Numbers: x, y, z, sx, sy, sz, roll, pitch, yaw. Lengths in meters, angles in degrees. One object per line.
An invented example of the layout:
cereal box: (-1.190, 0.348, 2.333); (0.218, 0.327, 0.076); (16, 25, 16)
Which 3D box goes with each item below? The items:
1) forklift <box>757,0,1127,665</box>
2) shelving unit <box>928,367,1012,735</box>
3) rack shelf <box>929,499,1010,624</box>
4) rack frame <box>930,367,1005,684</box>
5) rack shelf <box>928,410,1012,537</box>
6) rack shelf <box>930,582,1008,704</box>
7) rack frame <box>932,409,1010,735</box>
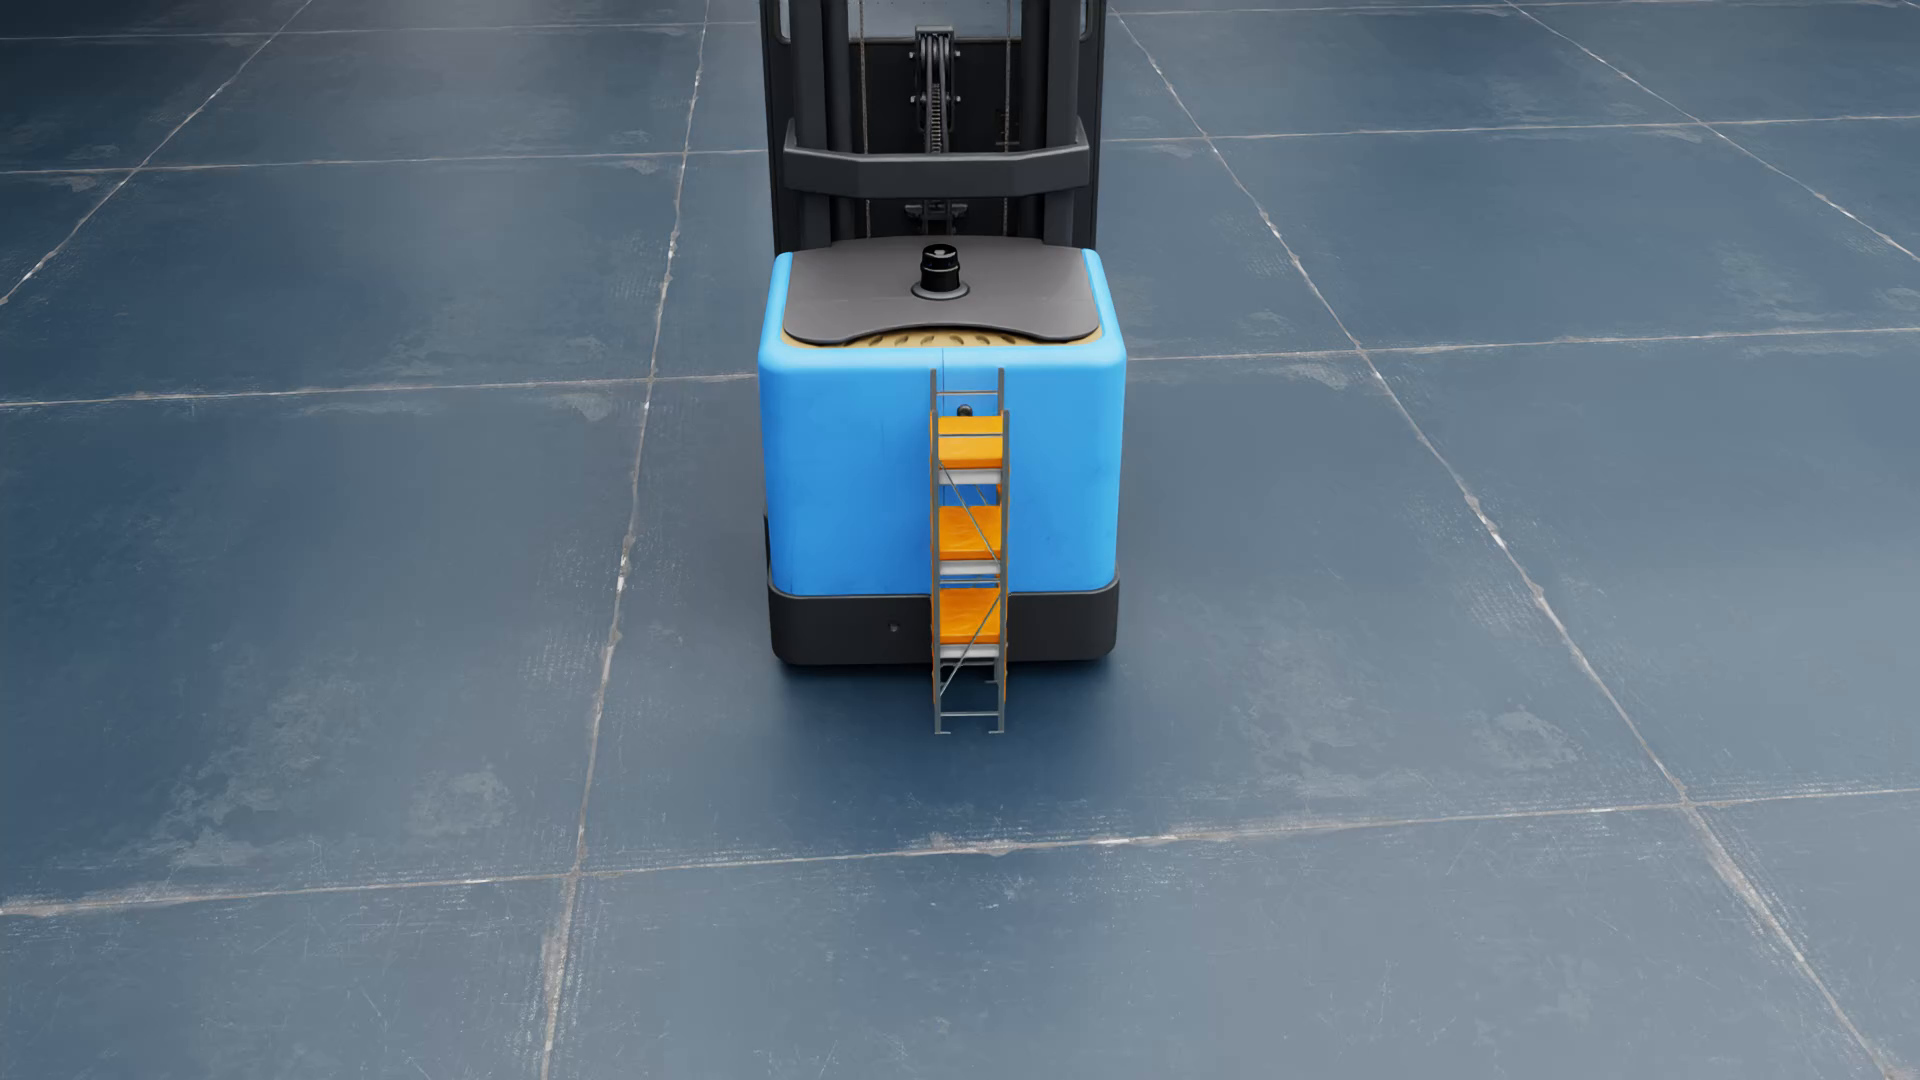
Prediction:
forklift: (-0.093, -1.604, 5.577); (1.130, 2.935, 3.031); (-1, 31, -2)
shelving unit: (0.024, 0.050, 4.639); (0.215, 1.050, 0.252); (-1, 32, -2)
rack shelf: (0.024, 0.059, 4.644); (0.215, 0.259, 0.240); (-1, 32, -2)
rack frame: (0.020, -0.014, 4.742); (0.200, 1.050, 0.008); (-1, 32, -2)
rack shelf: (0.024, -0.182, 4.495); (0.215, 0.259, 0.240); (-1, 32, -2)
rack shelf: (0.023, 0.295, 4.791); (0.215, 0.259, 0.240); (-1, 32, -2)
rack frame: (0.027, 0.114, 4.535); (0.200, 1.050, 0.008); (-1, 32, -2)
